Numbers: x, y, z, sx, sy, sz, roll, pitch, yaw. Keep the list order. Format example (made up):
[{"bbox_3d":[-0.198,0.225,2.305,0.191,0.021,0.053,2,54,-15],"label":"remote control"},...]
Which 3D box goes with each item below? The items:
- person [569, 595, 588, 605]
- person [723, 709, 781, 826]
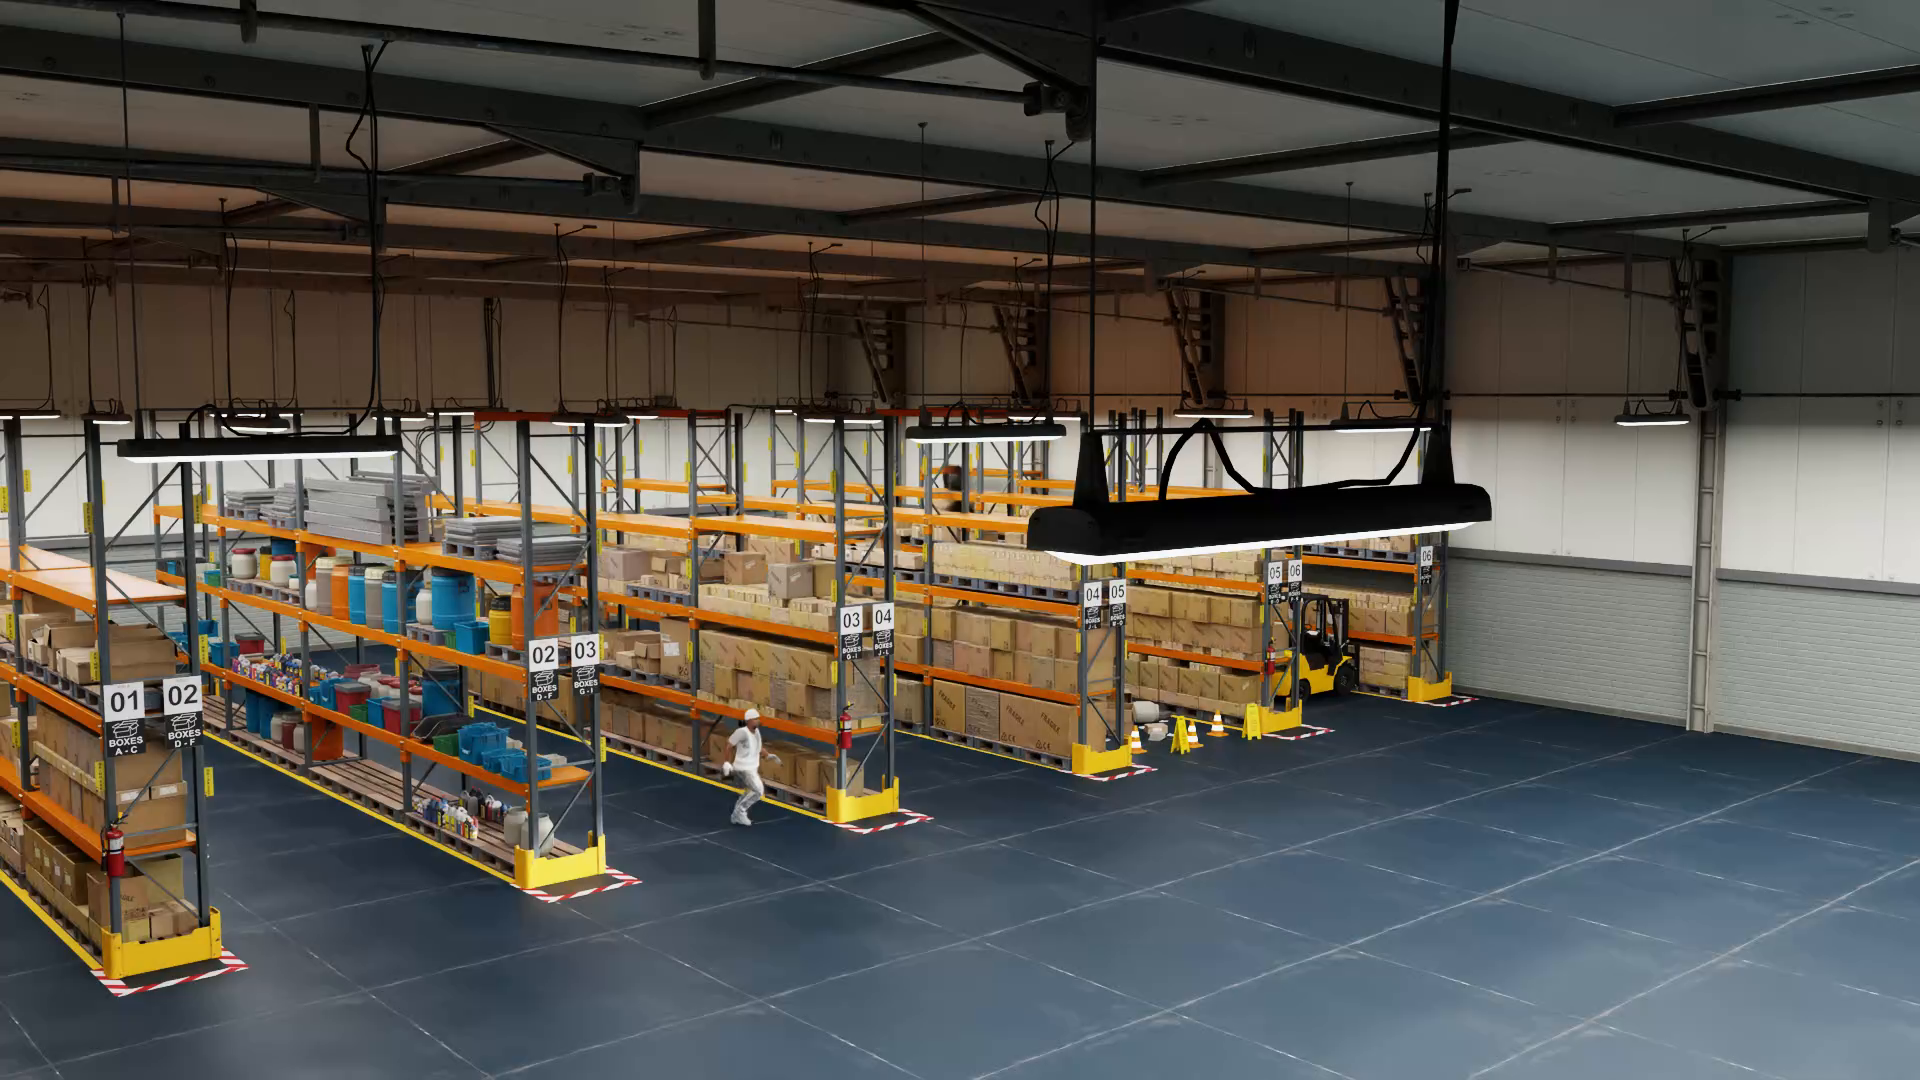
[{"bbox_3d":[-9.163,1.913,40.635,0.642,1.785,0.805,2,6,25],"label":"person"},{"bbox_3d":[-3.053,3.327,24.305,0.735,1.721,0.692,2,5,18],"label":"person"}]
